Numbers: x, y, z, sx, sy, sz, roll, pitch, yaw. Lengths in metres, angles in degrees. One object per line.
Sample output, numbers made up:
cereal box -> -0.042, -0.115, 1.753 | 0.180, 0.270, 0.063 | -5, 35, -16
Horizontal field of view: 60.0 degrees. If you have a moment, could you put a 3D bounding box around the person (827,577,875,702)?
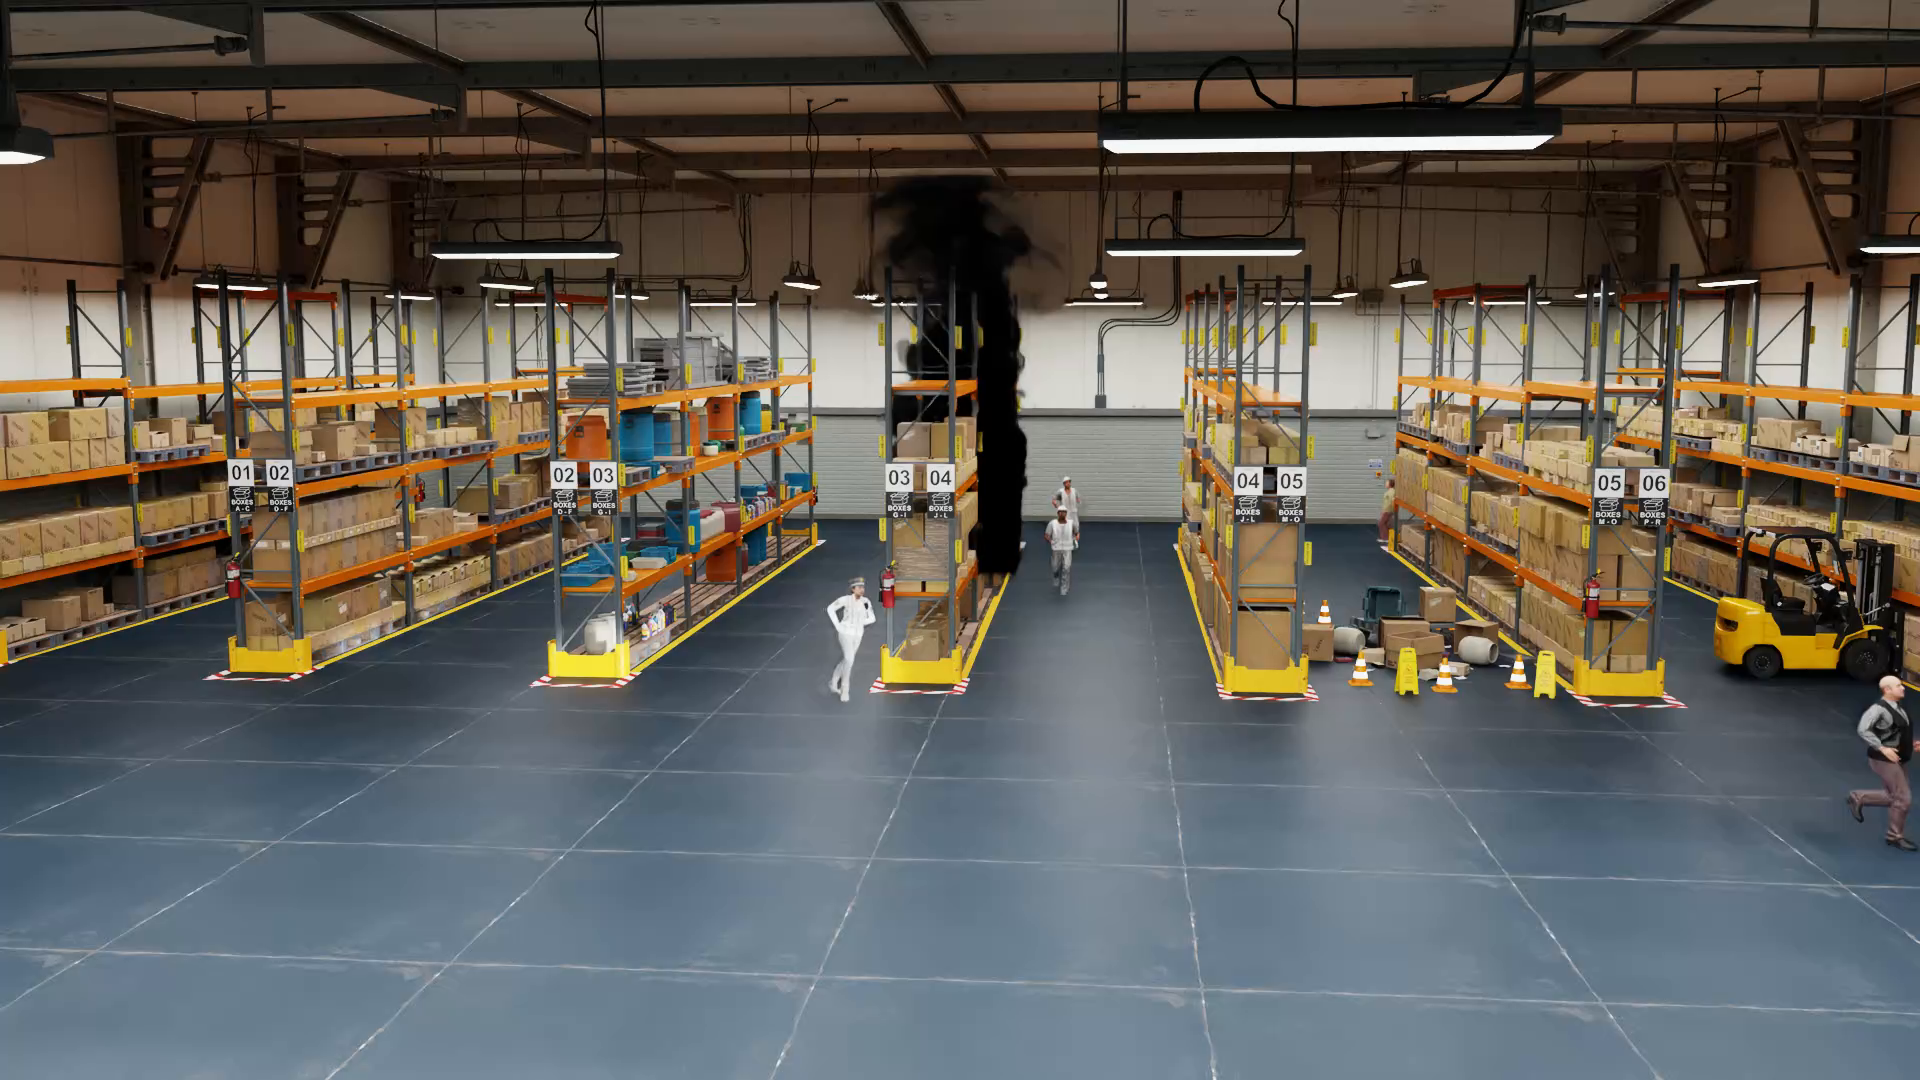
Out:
person -> -1.531, 1.365, 23.290 | 0.633, 1.723, 0.658 | -5, 9, -36

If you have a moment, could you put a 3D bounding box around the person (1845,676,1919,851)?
person -> 9.163, 2.184, 16.497 | 0.661, 1.699, 0.748 | -5, 9, -38

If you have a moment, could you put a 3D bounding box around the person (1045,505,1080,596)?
person -> 2.003, 0.195, 32.501 | 0.692, 1.746, 0.789 | 0, 7, 1

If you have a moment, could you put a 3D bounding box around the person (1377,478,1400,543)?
person -> 10.450, -0.706, 40.475 | 0.564, 1.596, 0.611 | 2, 7, 18

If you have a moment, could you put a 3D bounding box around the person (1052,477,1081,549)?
person -> 2.563, -0.619, 39.140 | 0.667, 1.732, 0.612 | -2, 7, -19
